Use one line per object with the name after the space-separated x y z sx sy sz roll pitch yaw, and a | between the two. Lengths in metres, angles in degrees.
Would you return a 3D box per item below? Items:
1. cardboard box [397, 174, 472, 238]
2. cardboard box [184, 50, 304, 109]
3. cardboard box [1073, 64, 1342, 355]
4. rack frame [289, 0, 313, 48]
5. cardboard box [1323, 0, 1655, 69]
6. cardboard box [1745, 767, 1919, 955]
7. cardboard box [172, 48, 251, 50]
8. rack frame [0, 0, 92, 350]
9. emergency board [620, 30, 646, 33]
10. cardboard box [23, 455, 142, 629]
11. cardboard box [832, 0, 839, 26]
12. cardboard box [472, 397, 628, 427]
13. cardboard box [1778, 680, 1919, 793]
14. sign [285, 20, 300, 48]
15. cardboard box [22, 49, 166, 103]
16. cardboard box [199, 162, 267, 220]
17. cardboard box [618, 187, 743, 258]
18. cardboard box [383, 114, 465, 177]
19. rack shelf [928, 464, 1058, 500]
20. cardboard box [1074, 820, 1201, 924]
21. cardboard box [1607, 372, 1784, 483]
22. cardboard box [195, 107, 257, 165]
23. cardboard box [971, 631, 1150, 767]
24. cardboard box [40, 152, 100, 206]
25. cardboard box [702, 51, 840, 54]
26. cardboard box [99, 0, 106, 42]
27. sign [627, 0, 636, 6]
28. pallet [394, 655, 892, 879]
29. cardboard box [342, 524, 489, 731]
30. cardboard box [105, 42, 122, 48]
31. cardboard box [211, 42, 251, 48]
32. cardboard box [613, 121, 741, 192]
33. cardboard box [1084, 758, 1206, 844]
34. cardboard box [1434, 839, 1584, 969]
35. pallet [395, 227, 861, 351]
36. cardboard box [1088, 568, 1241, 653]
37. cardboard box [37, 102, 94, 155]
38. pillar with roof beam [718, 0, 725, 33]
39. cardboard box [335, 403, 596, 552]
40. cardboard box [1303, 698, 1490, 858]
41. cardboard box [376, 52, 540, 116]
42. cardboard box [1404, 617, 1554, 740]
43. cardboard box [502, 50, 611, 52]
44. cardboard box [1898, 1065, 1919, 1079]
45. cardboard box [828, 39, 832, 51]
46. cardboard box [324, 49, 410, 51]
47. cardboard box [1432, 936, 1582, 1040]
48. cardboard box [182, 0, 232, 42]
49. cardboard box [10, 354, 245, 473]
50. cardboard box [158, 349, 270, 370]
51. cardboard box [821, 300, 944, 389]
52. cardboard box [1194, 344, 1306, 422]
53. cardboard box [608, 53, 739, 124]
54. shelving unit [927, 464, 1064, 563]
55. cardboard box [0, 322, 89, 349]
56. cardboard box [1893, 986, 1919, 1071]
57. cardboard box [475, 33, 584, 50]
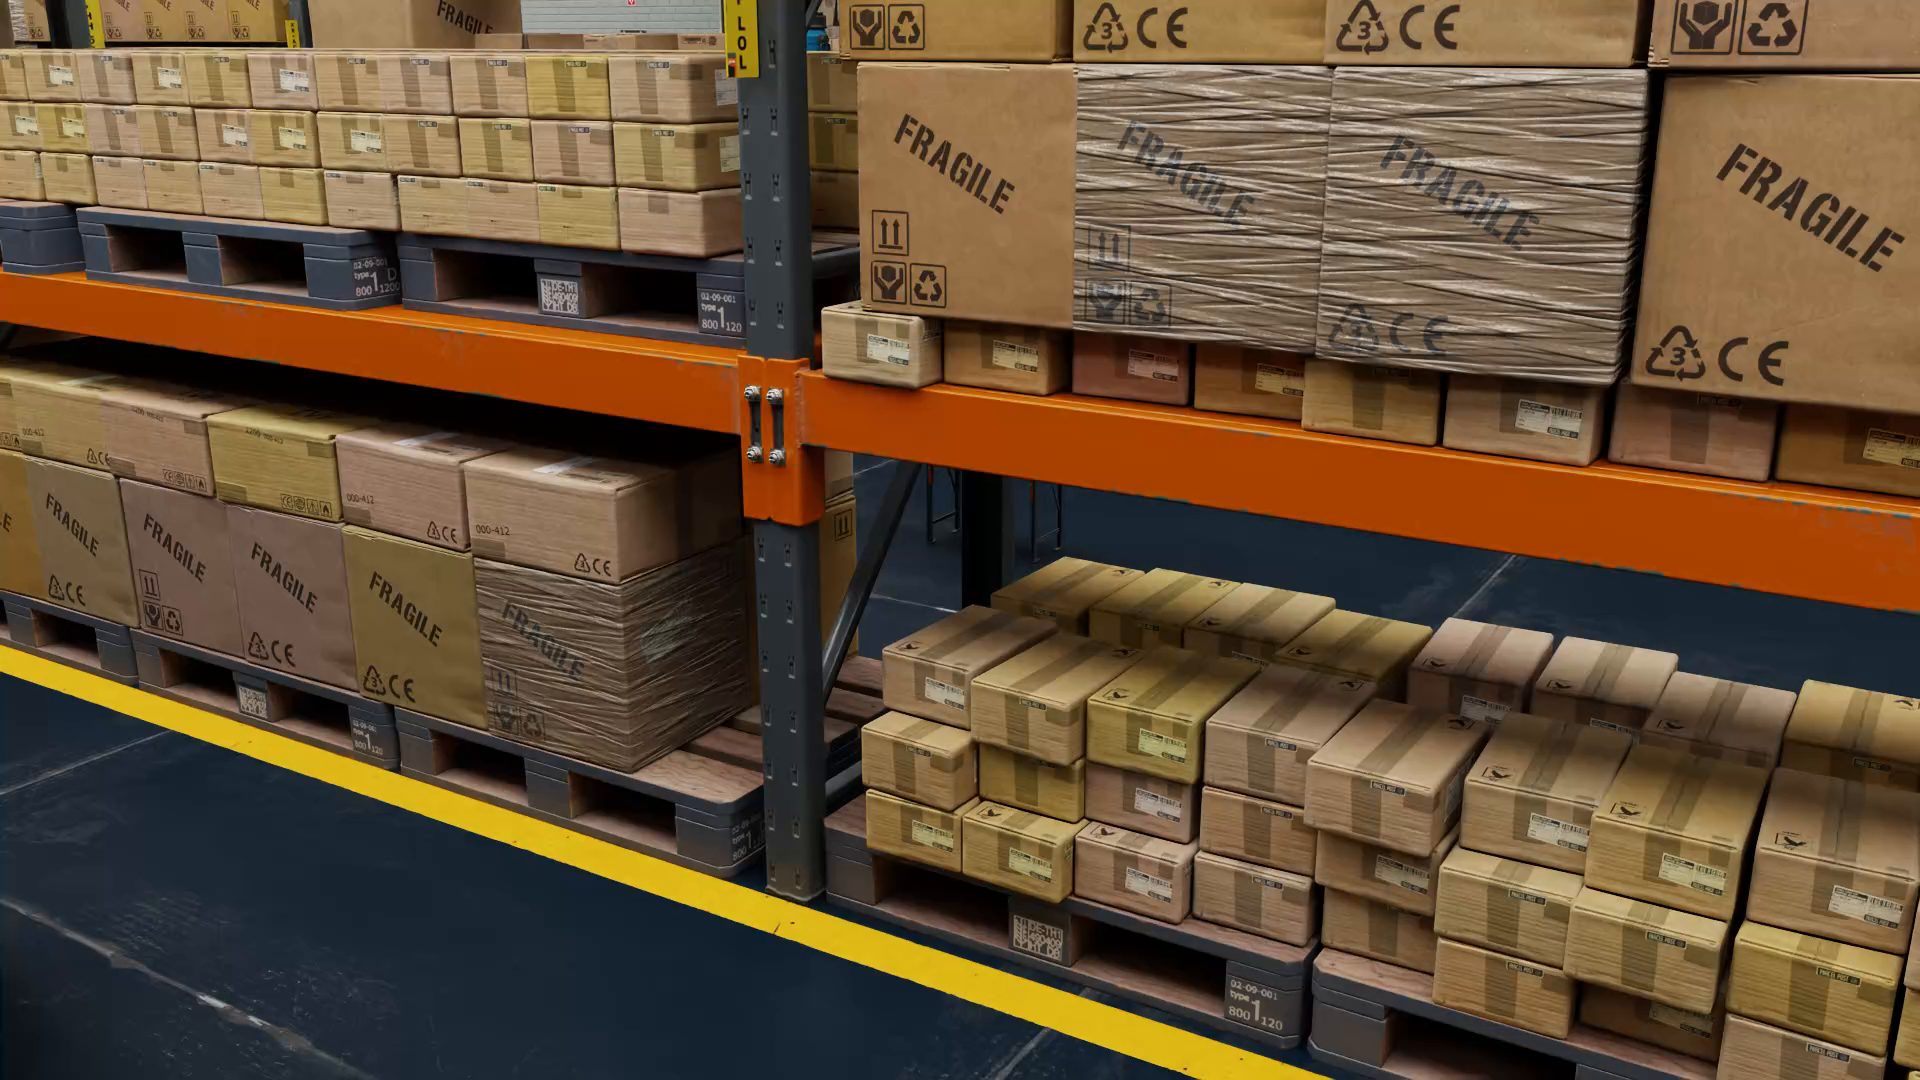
-1.247 -0.898 4.385 0.250 0.149 0.380 9 19 27 | cardboard box
-1.943 -1.307 4.708 0.250 0.149 0.380 10 19 29 | cardboard box
0.557 -0.668 3.237 0.500 0.500 0.500 10 20 30 | cardboard box
-4.293 -3.119 11.989 0.127 3.000 1.000 10 20 30 | rack frame
0.962 -1.070 2.838 0.500 0.500 0.500 10 20 31 | cardboard box
1.583 0.570 3.004 0.250 0.149 0.380 9 19 28 | cardboard box
-2.473 -1.624 5.752 0.250 0.149 0.380 11 20 32 | cardboard box
-3.567 -1.298 5.993 0.127 3.000 1.000 10 20 30 | rack frame
-6.074 -8.814 30.736 0.643 1.169 0.194 10 20 30 | emergency board
-2.667 -0.056 5.484 0.500 0.500 0.500 10 20 31 | cardboard box
-0.270 -2.924 9.447 0.637 0.503 0.797 11 20 32 | cardboard box
-1.105 -0.311 5.033 0.500 0.250 0.500 11 20 32 | cardboard box
1.850 0.438 3.436 0.250 0.149 0.380 10 20 31 | cardboard box
-4.571 -3.398 11.417 0.005 0.325 0.100 10 20 30 | sign
-2.612 -1.426 5.101 0.250 0.149 0.380 9 19 28 | cardboard box
-1.939 -1.019 4.786 0.250 0.149 0.380 9 19 28 | cardboard box
-0.600 -0.782 4.003 0.250 0.149 0.380 10 19 29 | cardboard box
-1.271 -1.043 4.351 0.250 0.149 0.380 9 19 28 | cardboard box
0.141 -0.295 6.701 0.480 0.148 0.258 10 20 30 | rack shelf
0.450 0.674 3.684 0.250 0.149 0.380 10 20 30 | cardboard box
1.312 -0.228 2.902 0.250 0.149 0.380 11 20 32 | cardboard box
-1.930 -1.162 4.744 0.250 0.149 0.380 11 20 32 | cardboard box
0.231 0.349 3.729 0.250 0.149 0.380 11 20 33 | cardboard box
-2.602 -1.138 5.177 0.250 0.149 0.380 11 20 33 | cardboard box
-0.494 -1.270 4.586 0.250 0.149 0.380 11 20 32 | cardboard box
-6.527 -4.092 12.786 0.500 0.500 0.500 10 20 30 | cardboard box
-6.029 -9.949 30.484 0.199 0.298 0.001 10 20 30 | sign
-0.822 0.527 4.784 1.213 0.211 1.003 10 20 30 | pallet
-1.358 0.177 4.715 0.500 0.500 0.500 10 19 29 | cardboard box
-6.355 -3.694 13.199 0.500 0.500 0.875 10 20 30 | cardboard box
-5.052 -3.478 12.487 0.500 0.500 0.875 10 20 30 | cardboard box
-0.601 -0.924 3.961 0.250 0.149 0.380 11 20 32 | cardboard box
0.472 0.510 3.711 0.250 0.149 0.380 10 20 30 | cardboard box
1.105 0.654 3.239 0.250 0.149 0.380 10 20 30 | cardboard box
-0.733 -0.750 4.519 1.213 0.211 1.003 10 20 30 | pallet
0.520 0.208 4.195 0.250 0.149 0.380 10 20 31 | cardboard box
-2.583 -1.279 5.128 0.250 0.149 0.380 10 20 30 | cardboard box
-6.241 -10.233 25.086 0.400 9.000 9.100 10 20 30 | pillar with roof beam
-1.356 -0.185 4.618 0.500 0.250 0.500 11 20 33 | cardboard box
0.880 0.469 3.337 0.250 0.149 0.380 11 20 31 | cardboard box
-1.275 -1.188 4.317 0.250 0.149 0.380 10 20 30 | cardboard box
1.195 0.321 3.823 0.250 0.149 0.380 9 19 27 | cardboard box
-1.141 -1.387 4.971 0.250 0.149 0.380 10 20 30 | cardboard box
1.773 0.921 2.872 0.250 0.149 0.380 9 19 28 | cardboard box
-1.640 -6.309 21.202 0.250 0.149 0.380 10 19 29 | cardboard box
-1.808 -1.505 5.361 0.250 0.149 0.380 11 20 33 | cardboard box
1.111 0.796 3.282 0.250 0.149 0.380 10 19 29 | cardboard box
-5.248 -3.864 12.037 0.500 0.500 0.500 10 20 30 | cardboard box
-2.674 -0.420 5.390 0.500 0.250 0.500 10 19 29 | cardboard box
-2.411 -0.548 5.814 0.500 0.250 0.500 10 20 31 | cardboard box
-0.088 -0.445 3.618 0.250 0.149 0.380 11 20 32 | cardboard box
0.654 -0.354 3.318 0.250 0.149 0.380 9 19 28 | cardboard box
-0.602 -1.068 3.921 0.250 0.149 0.380 11 20 33 | cardboard box
0.141 -0.549 6.624 0.503 1.200 0.258 10 20 30 | shelving unit
-4.038 -0.537 6.637 0.750 0.750 1.050 10 19 29 | cardboard box
1.759 0.776 2.836 0.250 0.149 0.380 10 20 31 | cardboard box
-2.768 -3.129 11.121 0.637 0.503 0.797 13 21 36 | cardboard box
